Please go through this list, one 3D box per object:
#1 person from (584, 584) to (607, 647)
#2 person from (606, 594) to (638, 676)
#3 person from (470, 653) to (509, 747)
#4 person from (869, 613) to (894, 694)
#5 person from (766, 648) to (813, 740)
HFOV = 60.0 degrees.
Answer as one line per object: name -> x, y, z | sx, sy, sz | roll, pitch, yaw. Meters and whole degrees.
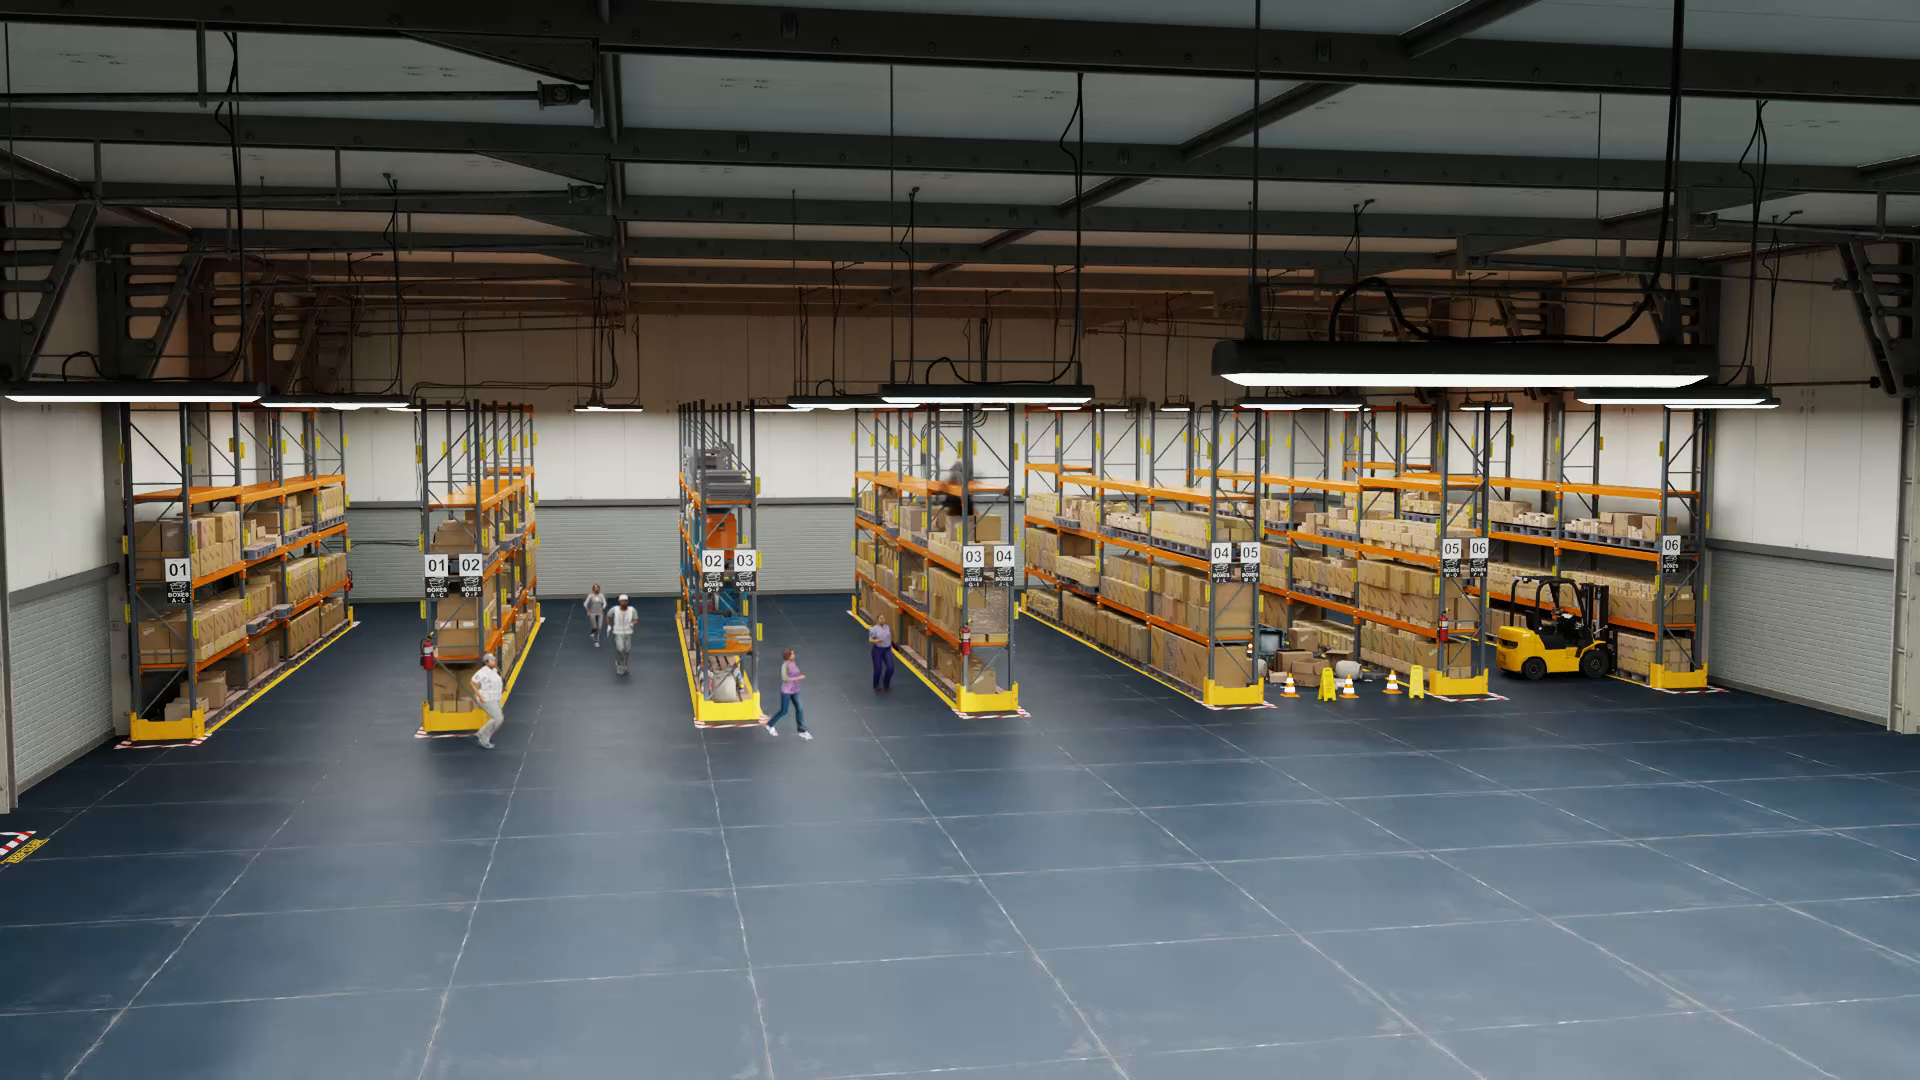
person -> -8.991, 1.851, 41.073 | 0.549, 1.552, 0.556 | -2, 5, -23
person -> -7.393, 2.083, 36.506 | 0.660, 1.790, 0.800 | -2, 5, -24
person -> -8.017, 2.756, 28.514 | 0.577, 1.631, 0.593 | 1, 4, 13
person -> -1.590, 2.348, 34.103 | 0.586, 1.664, 0.661 | -2, 5, -22
person -> -3.000, 2.707, 29.251 | 0.876, 1.572, 0.539 | 2, 5, 27
